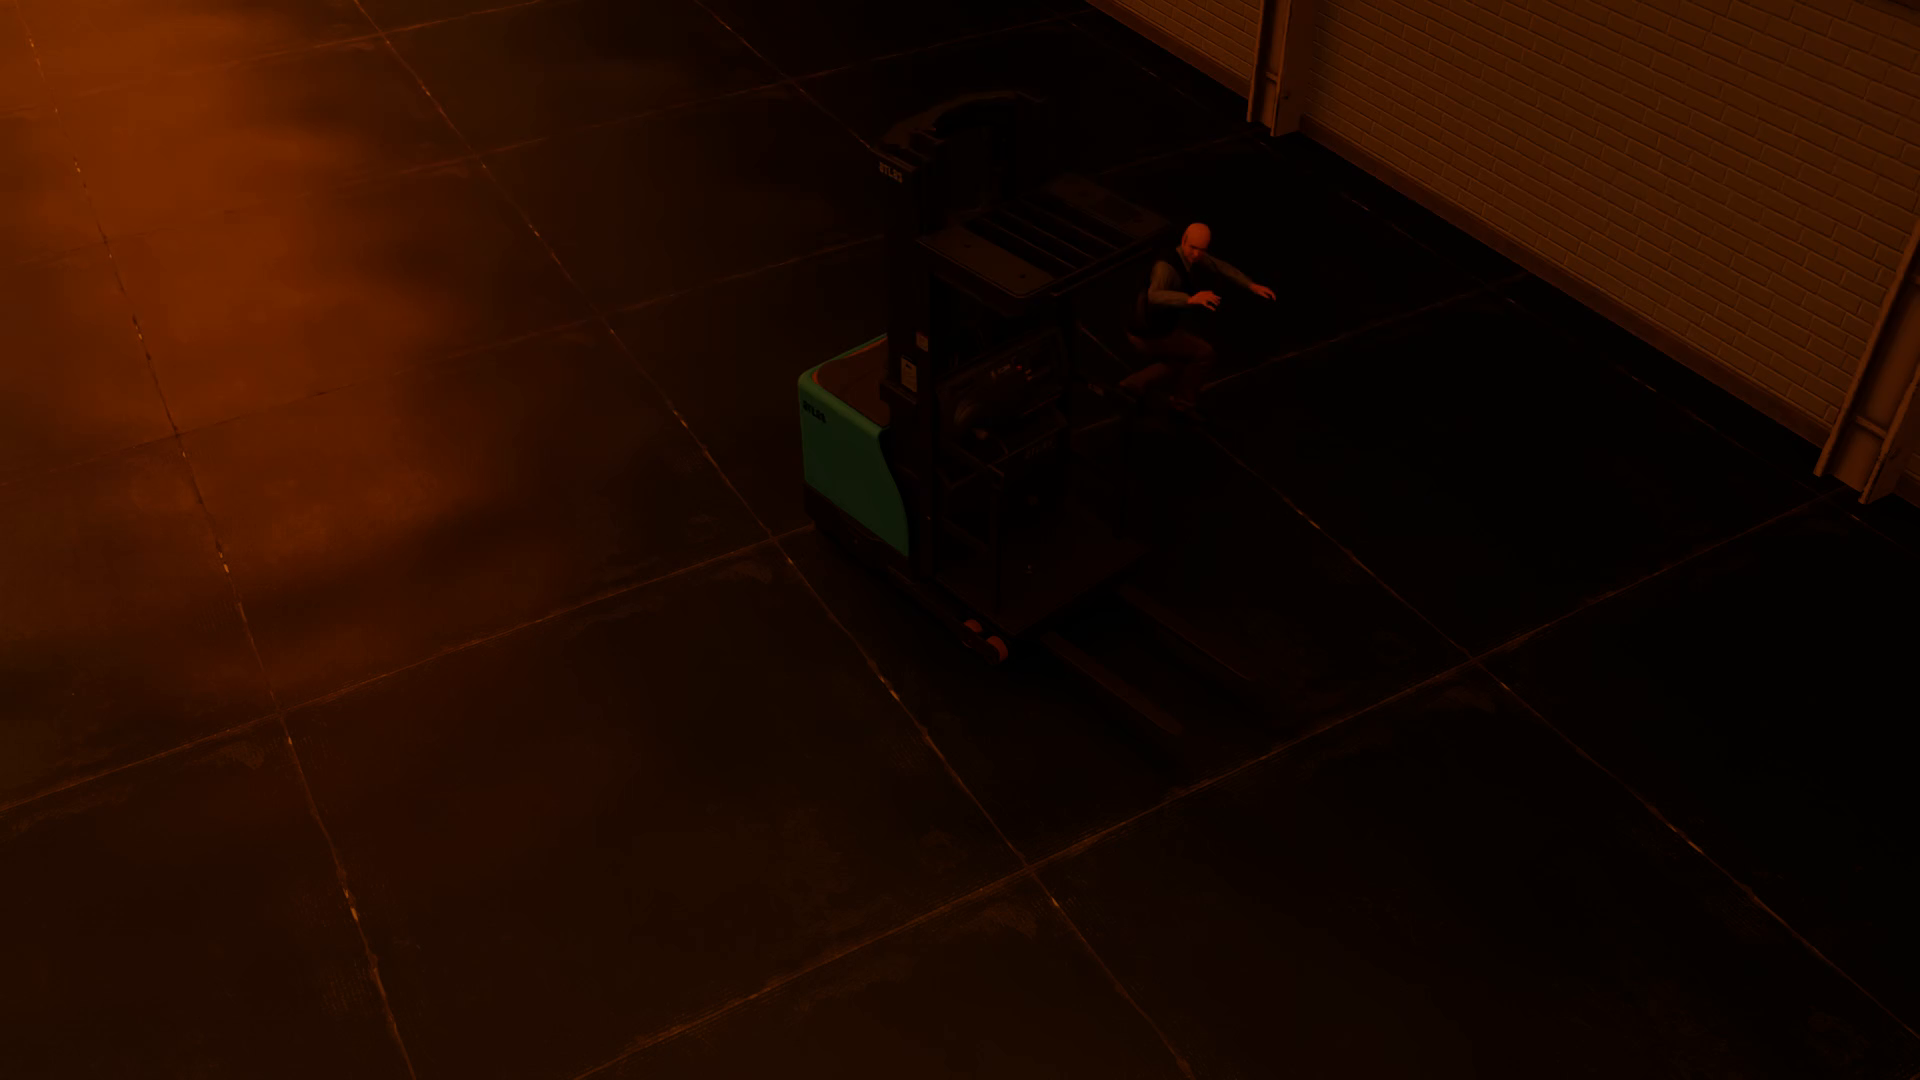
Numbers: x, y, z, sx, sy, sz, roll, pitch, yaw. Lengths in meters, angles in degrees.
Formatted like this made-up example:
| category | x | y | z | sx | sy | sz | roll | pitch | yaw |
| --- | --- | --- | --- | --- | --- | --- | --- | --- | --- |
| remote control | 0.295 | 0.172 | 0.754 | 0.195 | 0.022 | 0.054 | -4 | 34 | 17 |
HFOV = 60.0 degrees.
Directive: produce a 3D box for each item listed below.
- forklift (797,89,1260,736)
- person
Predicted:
| category | x | y | z | sx | sy | sz | roll | pitch | yaw |
| --- | --- | --- | --- | --- | --- | --- | --- | --- | --- |
| forklift | 0.380 | -0.786 | 8.983 | 1.130 | 2.935 | 3.031 | -30 | 48 | -31 |
| person | 1.562 | -1.382 | 10.873 | 1.048 | 1.450 | 0.771 | 0 | 40 | 0 |
